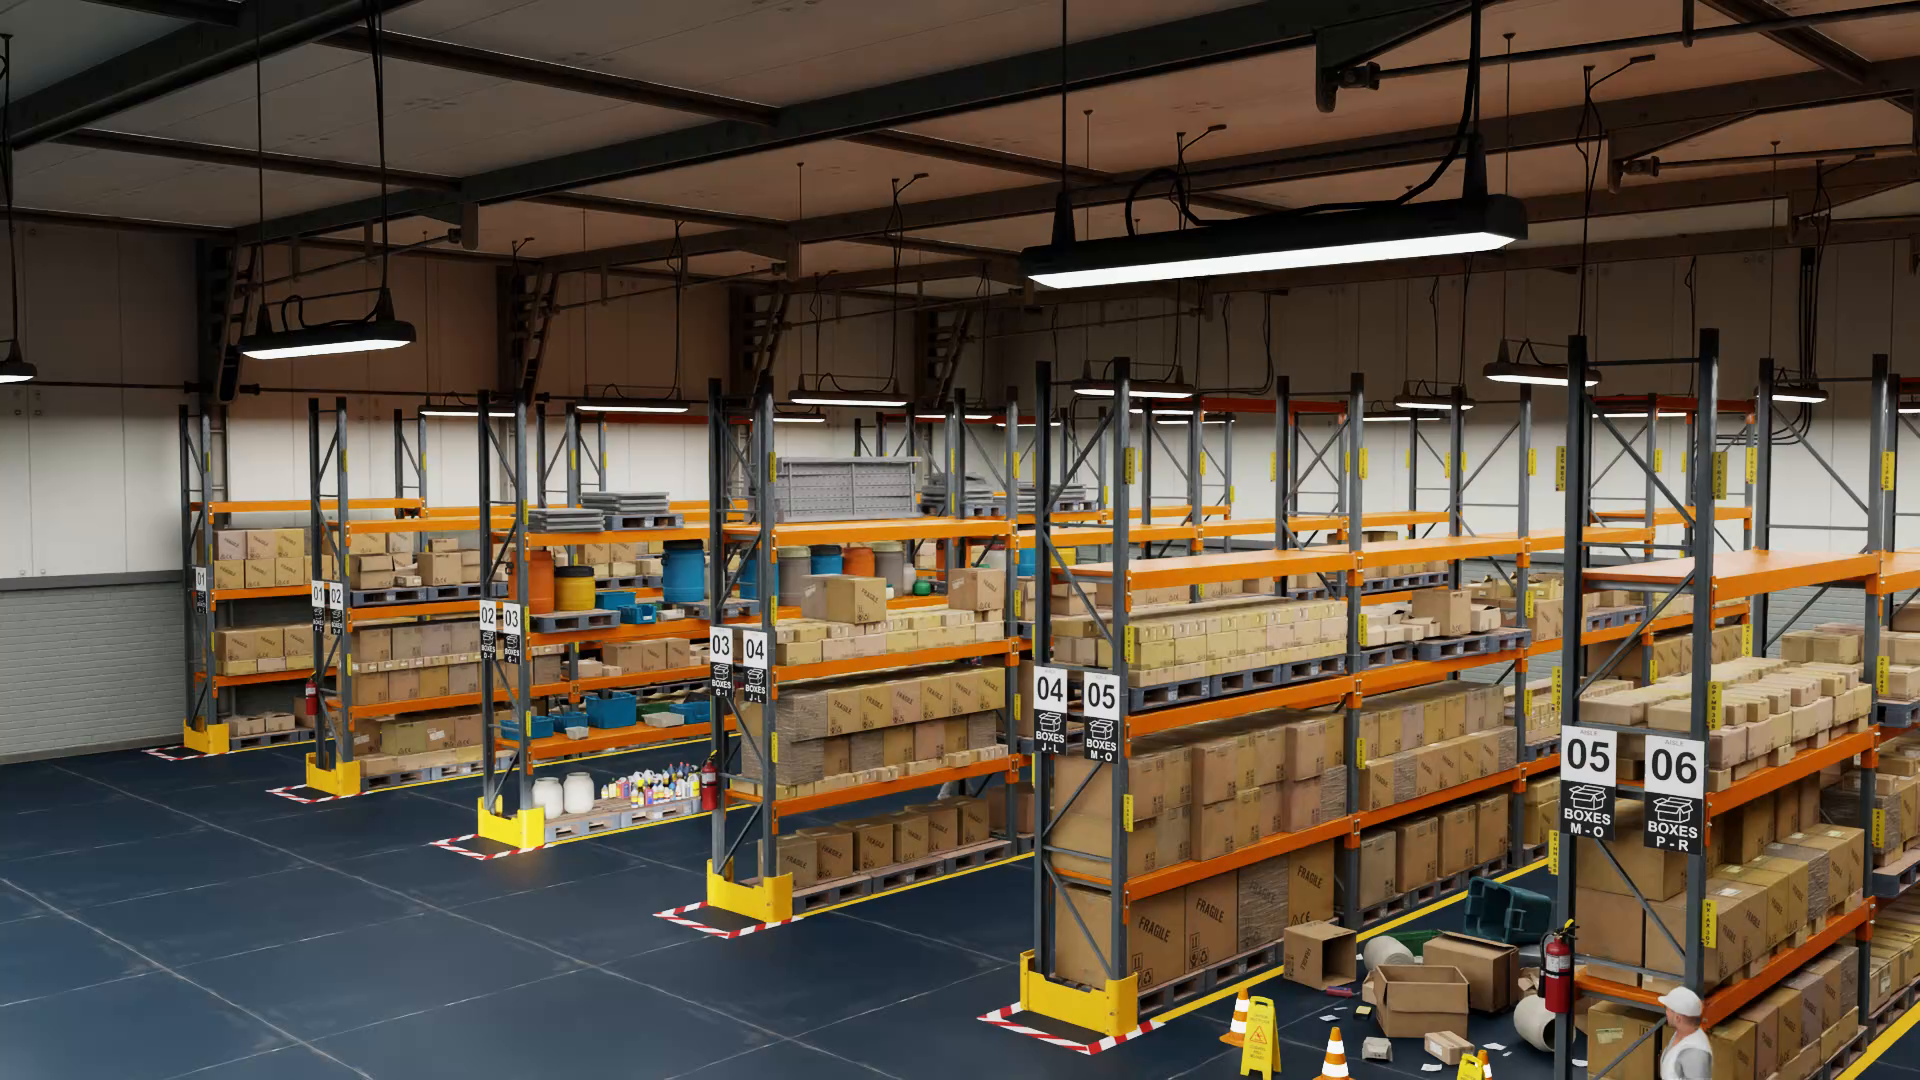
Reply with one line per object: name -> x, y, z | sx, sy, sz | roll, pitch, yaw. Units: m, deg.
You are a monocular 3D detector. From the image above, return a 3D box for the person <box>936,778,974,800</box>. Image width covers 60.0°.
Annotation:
person -> -0.143, 3.061, 24.291 | 0.959, 1.610, 0.519 | -2, 4, -34

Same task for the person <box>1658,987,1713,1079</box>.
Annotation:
person -> 4.642, 3.734, 10.624 | 1.066, 1.739, 0.670 | 1, 3, 13
